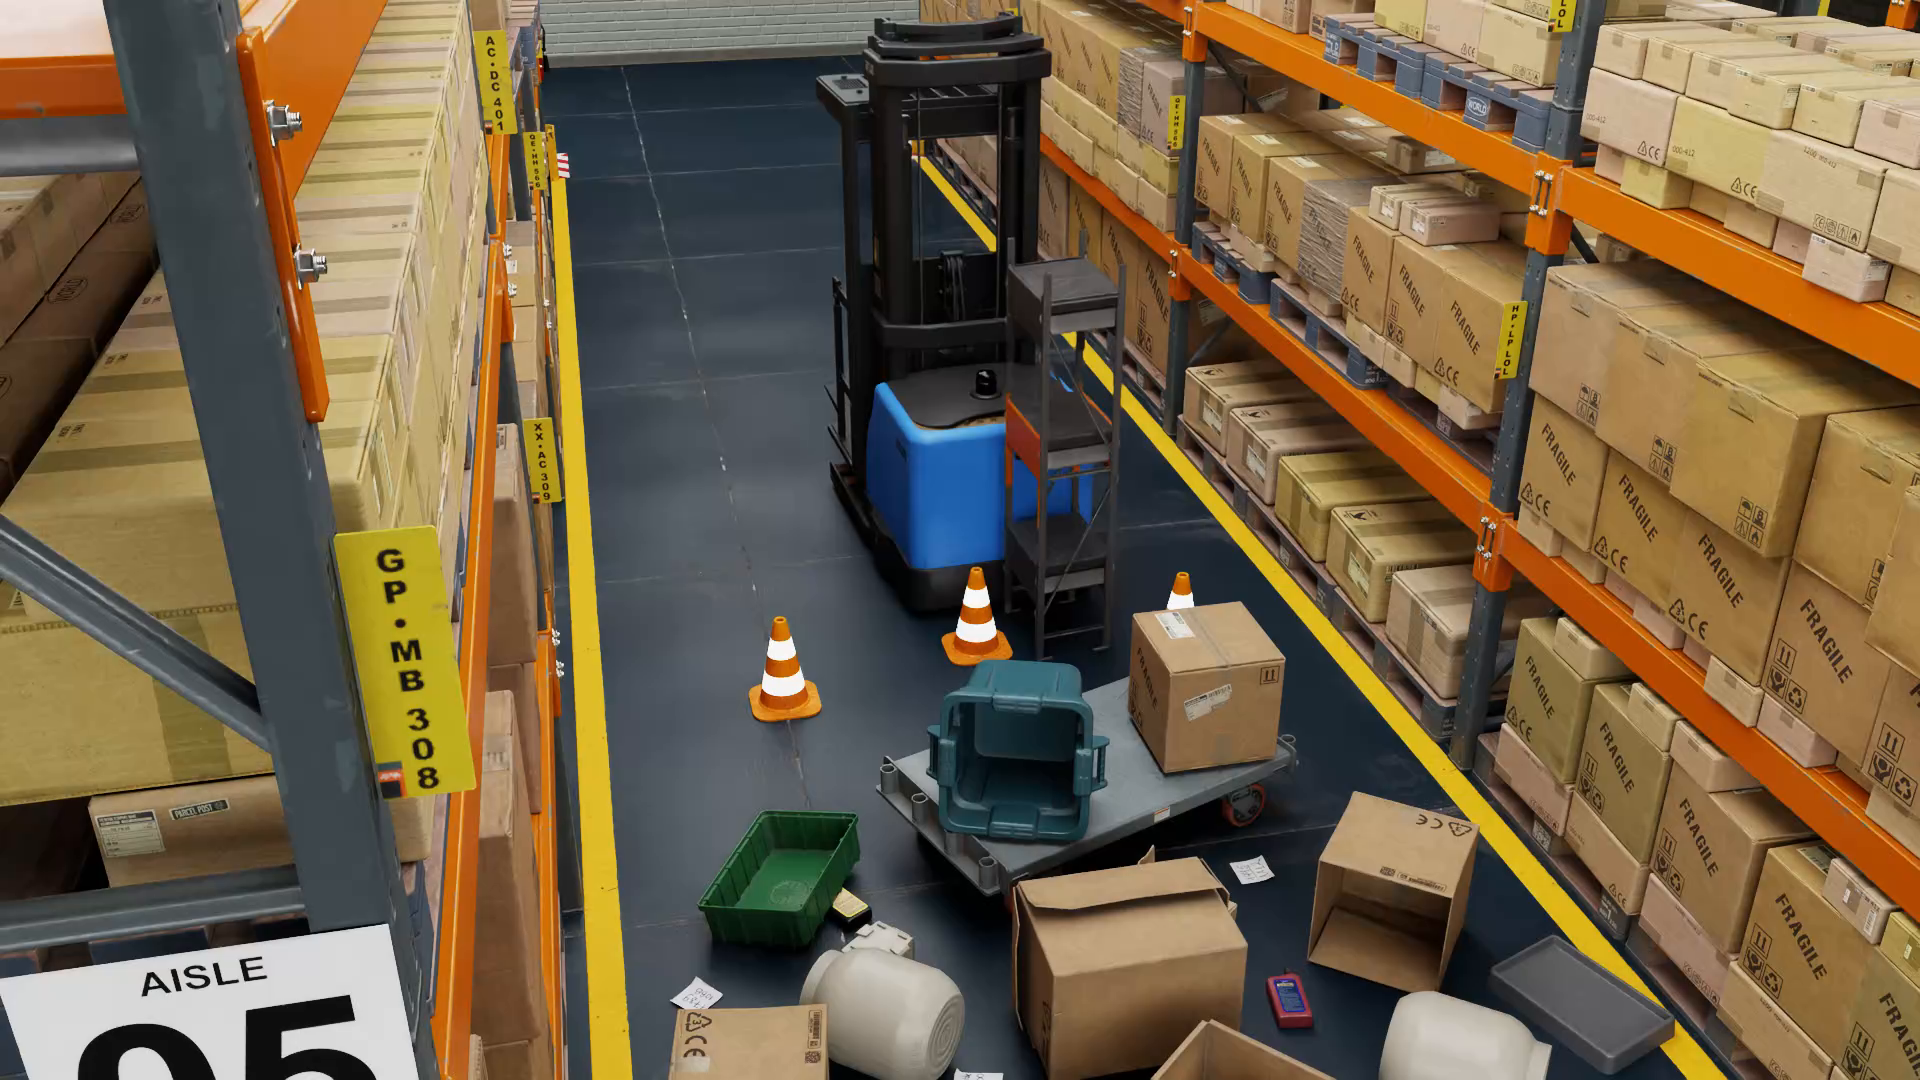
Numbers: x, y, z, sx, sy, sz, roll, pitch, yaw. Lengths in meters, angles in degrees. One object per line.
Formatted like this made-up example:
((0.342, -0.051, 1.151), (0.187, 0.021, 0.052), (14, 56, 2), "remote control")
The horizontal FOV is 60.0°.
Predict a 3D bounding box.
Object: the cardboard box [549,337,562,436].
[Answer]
((-2.842, -0.966, 10.643), (0.500, 0.500, 0.500), (-7, 28, -14), "cardboard box")

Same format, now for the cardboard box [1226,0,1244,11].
((1.774, -3.177, 9.664), (0.380, 0.149, 0.250), (-6, 27, -12), "cardboard box")

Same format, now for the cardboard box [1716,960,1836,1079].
((2.995, 1.662, 5.714), (0.500, 0.250, 0.500), (-7, 28, -13), "cardboard box")

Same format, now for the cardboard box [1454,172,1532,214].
((2.664, -1.712, 8.187), (0.380, 0.149, 0.250), (-4, 27, -9), "cardboard box")

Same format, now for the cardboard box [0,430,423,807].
((-0.987, 0.079, 2.195), (0.500, 0.250, 0.500), (-6, 27, -12), "cardboard box")

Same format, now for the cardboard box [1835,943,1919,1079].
((3.116, 1.558, 5.087), (0.500, 0.500, 0.500), (-5, 27, -10), "cardboard box")

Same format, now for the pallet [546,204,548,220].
((-4.297, -2.897, 15.256), (1.003, 0.211, 1.213), (-6, 27, -12), "pallet")

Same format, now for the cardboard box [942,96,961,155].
((0.312, -4.381, 17.479), (0.875, 0.438, 0.875), (-7, 28, -13), "cardboard box")

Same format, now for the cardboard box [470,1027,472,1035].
((-1.388, 1.006, 3.063), (0.875, 0.550, 0.550), (-6, 27, -12), "cardboard box")

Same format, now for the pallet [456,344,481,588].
((-1.584, -0.207, 3.600), (1.003, 0.211, 1.213), (-6, 27, -12), "pallet")

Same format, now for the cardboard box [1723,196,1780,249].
((2.788, -1.082, 5.515), (0.380, 0.149, 0.250), (-5, 27, -10), "cardboard box")

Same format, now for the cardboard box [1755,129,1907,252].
((2.828, -1.086, 5.081), (0.500, 0.250, 0.500), (-6, 27, -11), "cardboard box")

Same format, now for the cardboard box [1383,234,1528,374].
((2.330, -1.111, 7.715), (0.500, 0.500, 0.500), (-6, 27, -11), "cardboard box")

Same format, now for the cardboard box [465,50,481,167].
((-1.668, -1.249, 4.826), (0.500, 0.250, 0.500), (-6, 27, -12), "cardboard box")

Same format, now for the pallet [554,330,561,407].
((-3.377, -1.191, 11.875), (1.003, 0.211, 1.213), (-6, 27, -12), "pallet")

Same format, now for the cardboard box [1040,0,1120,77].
((0.928, -3.909, 12.946), (0.500, 0.500, 0.500), (-6, 27, -12), "cardboard box")

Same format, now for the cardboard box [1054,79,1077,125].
((1.025, -3.345, 12.661), (0.500, 0.250, 0.500), (-6, 27, -11), "cardboard box")

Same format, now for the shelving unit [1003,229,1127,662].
((0.499, -0.432, 8.238), (0.431, 2.100, 0.503), (-10, 31, -15), "shelving unit")

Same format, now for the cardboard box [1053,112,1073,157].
((1.028, -3.121, 12.770), (0.500, 0.250, 0.500), (-6, 27, -12), "cardboard box")

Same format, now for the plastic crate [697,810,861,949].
((-0.714, 1.371, 6.762), (0.450, 0.188, 0.662), (-2, 25, 20), "plastic crate")

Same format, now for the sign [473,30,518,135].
((-1.489, -1.464, 5.332), (0.100, 0.325, 0.005), (-6, 27, -12), "sign")

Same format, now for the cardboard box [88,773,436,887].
((-0.893, 0.312, 2.176), (0.380, 0.149, 0.250), (-6, 27, -11), "cardboard box")

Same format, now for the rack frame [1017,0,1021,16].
((0.968, -3.861, 14.071), (1.000, 3.000, 0.127), (-6, 27, -12), "rack frame")

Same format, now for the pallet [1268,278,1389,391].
((2.355, -1.155, 8.922), (1.003, 0.211, 1.213), (-6, 27, -12), "pallet")

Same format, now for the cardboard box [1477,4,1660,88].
((2.498, -2.050, 6.855), (0.500, 0.250, 0.500), (-6, 28, -13), "cardboard box")

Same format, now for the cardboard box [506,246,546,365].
((-2.457, -1.213, 8.714), (0.500, 0.500, 0.500), (-6, 27, -12), "cardboard box")

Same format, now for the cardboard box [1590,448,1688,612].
((2.734, -0.087, 6.153), (0.500, 0.500, 0.500), (-6, 27, -12), "cardboard box")

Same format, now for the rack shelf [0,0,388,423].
((-1.579, -1.103, 3.190), (1.077, 0.370, 4.000), (-6, 27, -12), "rack shelf")

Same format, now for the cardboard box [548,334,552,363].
((-2.850, -1.292, 10.456), (0.500, 0.250, 0.500), (-7, 28, -14), "cardboard box")

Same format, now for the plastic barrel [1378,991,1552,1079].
((1.731, 1.804, 5.706), (0.512, 0.421, 0.421), (13, 30, 24), "plastic barrel")

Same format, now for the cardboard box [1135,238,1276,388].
((1.794, -1.656, 11.593), (0.875, 0.875, 0.875), (-6, 27, -12), "cardboard box")

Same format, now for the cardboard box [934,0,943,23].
((0.036, -5.203, 16.618), (0.500, 0.500, 0.500), (-6, 27, -12), "cardboard box")

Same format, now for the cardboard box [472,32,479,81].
((-2.092, -1.903, 6.564), (0.380, 0.149, 0.250), (-6, 27, -12), "cardboard box")

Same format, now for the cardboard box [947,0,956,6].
((0.144, -5.417, 15.933), (0.500, 0.500, 0.500), (-6, 27, -12), "cardboard box")

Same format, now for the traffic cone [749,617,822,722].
((-0.860, 0.588, 8.071), (0.336, 0.463, 0.334), (-6, 27, -12), "traffic cone")

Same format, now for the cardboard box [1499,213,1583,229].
((2.733, -1.387, 8.262), (0.500, 0.500, 0.500), (-6, 27, -12), "cardboard box")

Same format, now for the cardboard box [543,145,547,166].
((-4.073, -3.595, 15.580), (0.380, 0.149, 0.250), (-5, 27, -10), "cardboard box")

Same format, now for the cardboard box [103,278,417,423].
((-1.007, -0.262, 2.429), (0.380, 0.149, 0.250), (-6, 27, -12), "cardboard box")

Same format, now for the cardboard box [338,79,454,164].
((-1.353, -0.935, 3.761), (0.380, 0.149, 0.250), (-6, 27, -12), "cardboard box")

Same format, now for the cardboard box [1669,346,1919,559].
((2.839, -0.308, 5.481), (0.700, 0.500, 0.500), (-7, 28, -13), "cardboard box")

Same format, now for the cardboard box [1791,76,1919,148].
((2.800, -1.311, 5.083), (0.380, 0.149, 0.250), (-7, 28, -13), "cardboard box")

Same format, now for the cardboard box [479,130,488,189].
((-1.636, -1.134, 5.040), (0.380, 0.149, 0.250), (-6, 27, -12), "cardboard box")

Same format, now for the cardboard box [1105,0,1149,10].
((1.437, -3.955, 13.036), (0.500, 0.500, 0.500), (-5, 27, -11), "cardboard box")

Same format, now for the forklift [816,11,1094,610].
((-0.176, -1.579, 9.626), (1.130, 2.935, 3.031), (-8, 28, -15), "forklift")

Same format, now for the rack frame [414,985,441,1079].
((-1.128, 1.954, 2.550), (1.000, 3.000, 0.127), (-6, 27, -12), "rack frame")

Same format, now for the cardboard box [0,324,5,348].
((-1.707, -0.310, 2.524), (0.380, 0.149, 0.250), (-5, 27, -11), "cardboard box")

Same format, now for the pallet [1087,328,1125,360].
((1.493, -1.749, 12.980), (1.003, 0.211, 1.213), (-6, 27, -12), "pallet")

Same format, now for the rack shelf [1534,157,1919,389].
((3.221, -0.489, 4.859), (1.077, 0.370, 4.000), (-6, 27, -12), "rack shelf")

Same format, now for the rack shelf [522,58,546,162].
((-4.283, -3.871, 14.889), (1.077, 0.370, 4.000), (-6, 27, -12), "rack shelf")

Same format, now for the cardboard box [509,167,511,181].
((-2.909, -2.239, 10.010), (0.380, 0.149, 0.250), (-7, 28, -13), "cardboard box")

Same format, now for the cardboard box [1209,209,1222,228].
((1.761, -2.019, 10.234), (0.380, 0.149, 0.250), (-8, 28, -15), "cardboard box")

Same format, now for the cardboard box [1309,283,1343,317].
((2.078, -1.304, 8.818), (0.380, 0.149, 0.250), (-5, 27, -10), "cardboard box")

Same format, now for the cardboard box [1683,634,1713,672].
((2.838, 0.379, 5.949), (0.380, 0.149, 0.250), (-6, 27, -12), "cardboard box")

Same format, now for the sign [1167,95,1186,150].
((1.329, -2.564, 10.216), (0.100, 0.325, 0.005), (-6, 27, -12), "sign")

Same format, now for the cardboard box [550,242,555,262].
((-3.601, -2.421, 13.916), (0.380, 0.149, 0.250), (-7, 28, -14), "cardboard box")

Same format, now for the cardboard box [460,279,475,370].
((-1.291, -0.464, 3.713), (0.380, 0.149, 0.250), (-6, 27, -12), "cardboard box")

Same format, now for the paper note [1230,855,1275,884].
((1.228, 1.382, 6.978), (0.148, 0.019, 0.142), (-6, 27, -12), "paper note")

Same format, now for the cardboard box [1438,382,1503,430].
((2.386, -0.622, 7.467), (0.380, 0.149, 0.250), (-6, 27, -11), "cardboard box")

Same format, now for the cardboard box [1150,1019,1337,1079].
((0.810, 2.007, 5.215), (0.637, 0.503, 0.797), (19, 32, 32), "cardboard box")
